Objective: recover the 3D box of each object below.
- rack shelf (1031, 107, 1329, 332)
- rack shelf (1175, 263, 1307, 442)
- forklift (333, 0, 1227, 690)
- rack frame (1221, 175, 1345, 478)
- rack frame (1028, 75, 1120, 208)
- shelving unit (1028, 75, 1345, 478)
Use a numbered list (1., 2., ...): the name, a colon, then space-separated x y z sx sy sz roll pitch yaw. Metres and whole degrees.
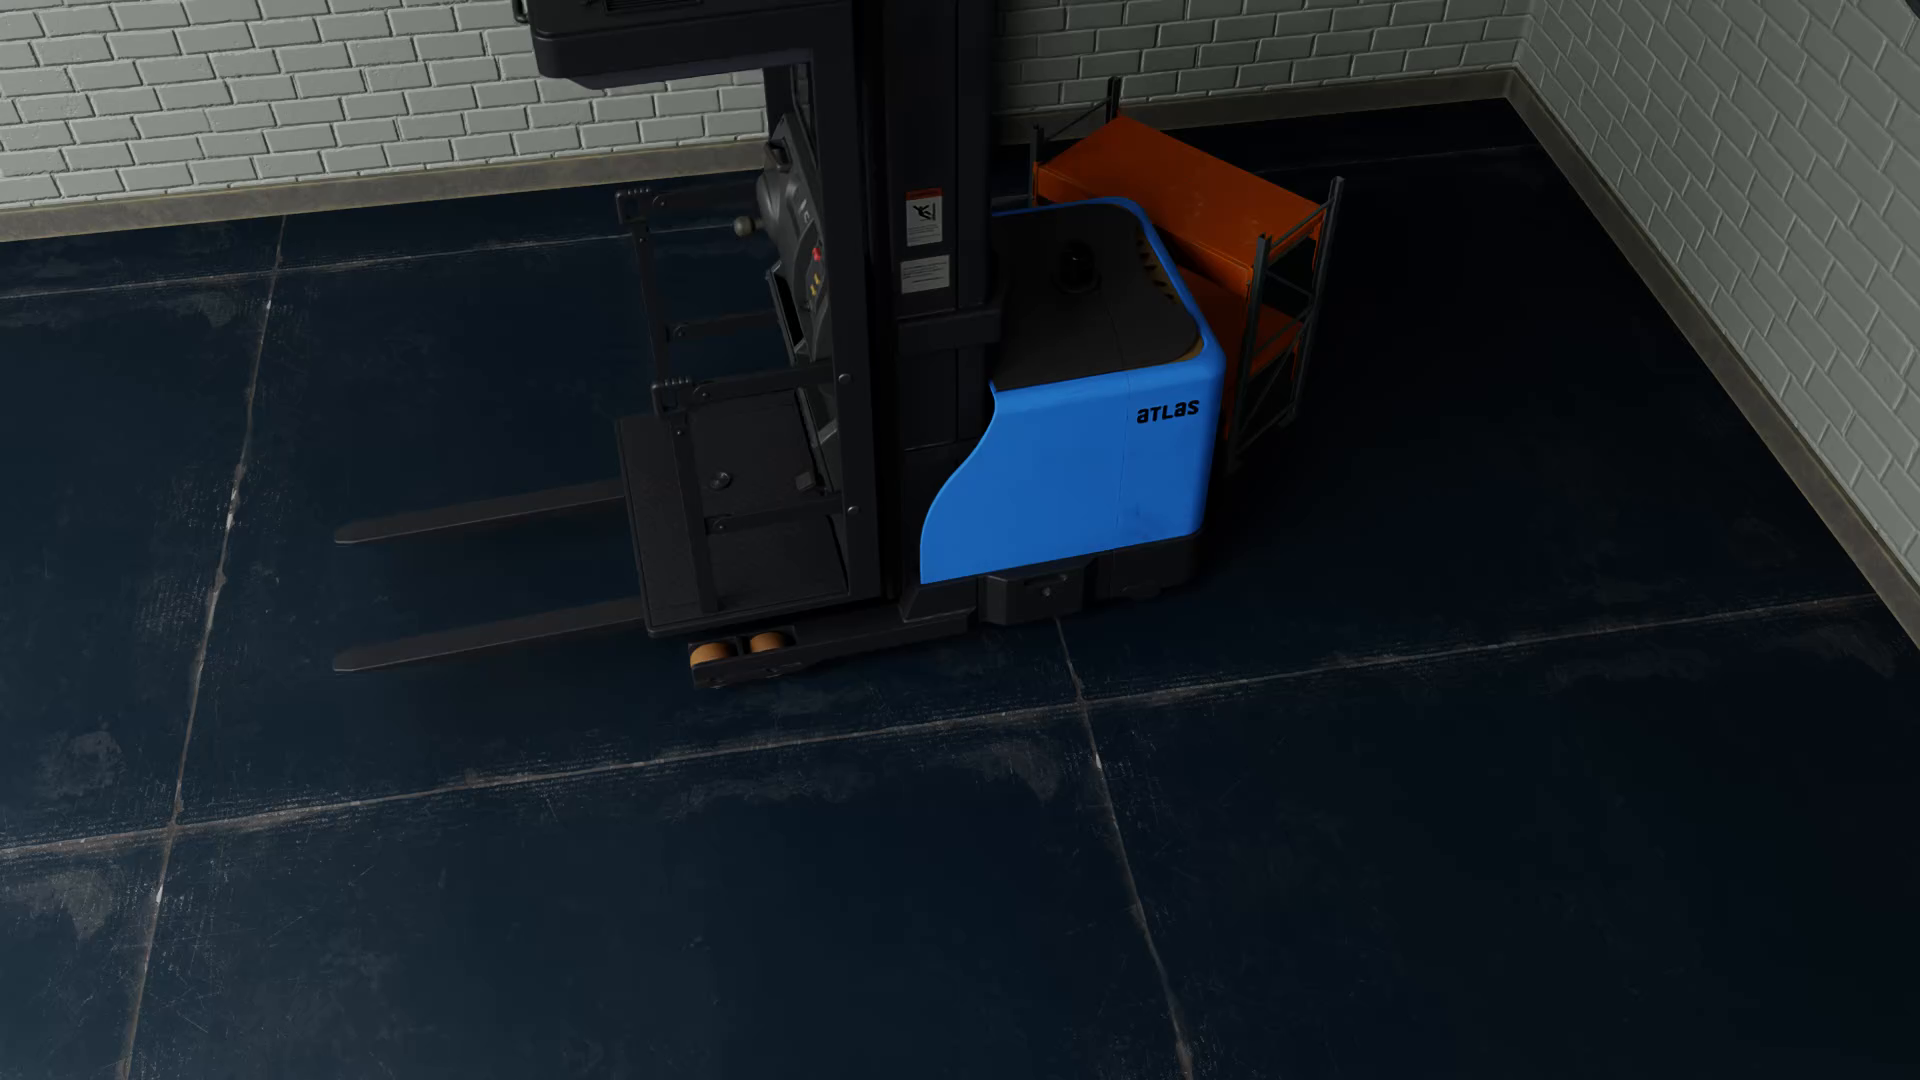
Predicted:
1. rack shelf: 0.818 -1.220 6.238 1.000 0.278 0.538 33 54 28
2. rack shelf: 0.818 -0.848 6.625 1.000 0.278 0.538 33 54 28
3. forklift: -0.696 -0.927 5.107 3.031 2.935 1.130 -10 47 -10
4. rack frame: 1.197 -0.773 6.213 0.032 1.125 0.500 33 54 28
5. rack frame: 0.440 -1.262 6.685 0.032 1.125 0.500 33 54 28
6. shelving unit: 0.818 -1.017 6.449 1.048 1.125 0.538 33 54 28
